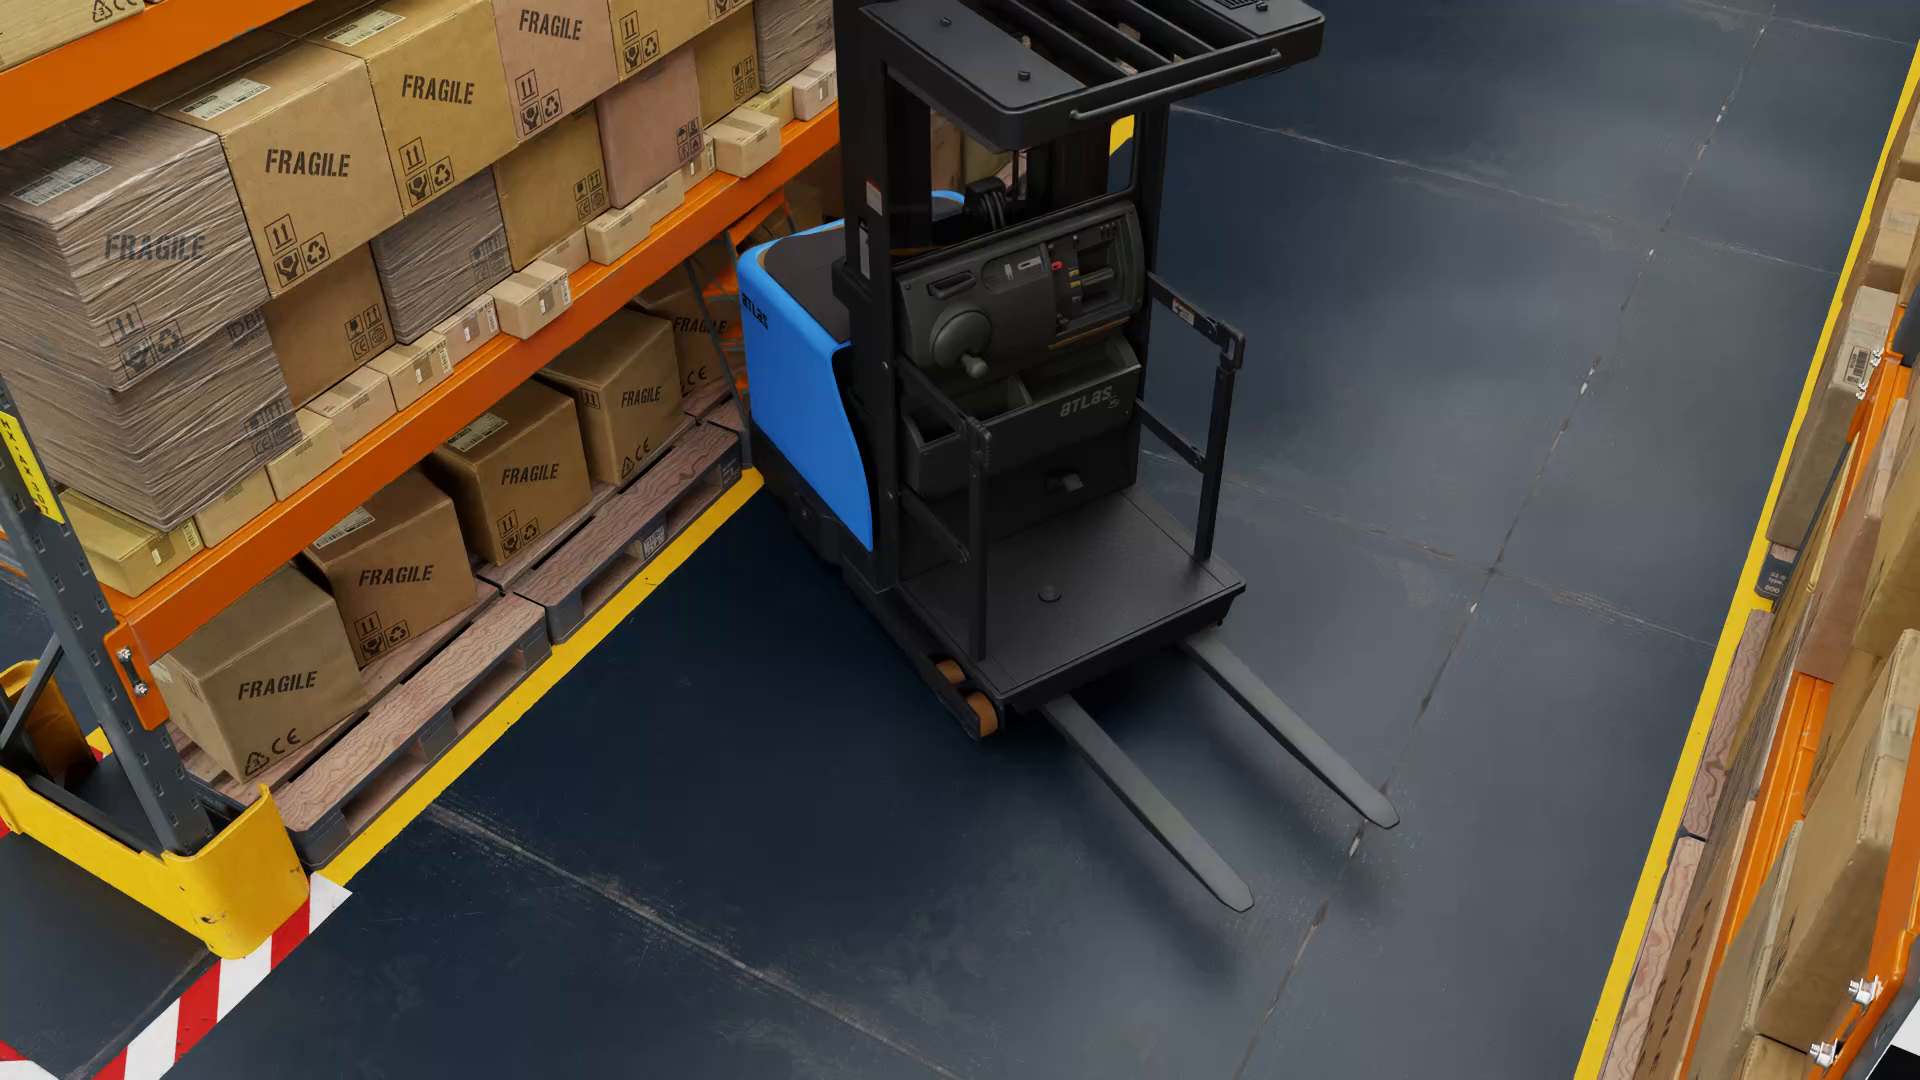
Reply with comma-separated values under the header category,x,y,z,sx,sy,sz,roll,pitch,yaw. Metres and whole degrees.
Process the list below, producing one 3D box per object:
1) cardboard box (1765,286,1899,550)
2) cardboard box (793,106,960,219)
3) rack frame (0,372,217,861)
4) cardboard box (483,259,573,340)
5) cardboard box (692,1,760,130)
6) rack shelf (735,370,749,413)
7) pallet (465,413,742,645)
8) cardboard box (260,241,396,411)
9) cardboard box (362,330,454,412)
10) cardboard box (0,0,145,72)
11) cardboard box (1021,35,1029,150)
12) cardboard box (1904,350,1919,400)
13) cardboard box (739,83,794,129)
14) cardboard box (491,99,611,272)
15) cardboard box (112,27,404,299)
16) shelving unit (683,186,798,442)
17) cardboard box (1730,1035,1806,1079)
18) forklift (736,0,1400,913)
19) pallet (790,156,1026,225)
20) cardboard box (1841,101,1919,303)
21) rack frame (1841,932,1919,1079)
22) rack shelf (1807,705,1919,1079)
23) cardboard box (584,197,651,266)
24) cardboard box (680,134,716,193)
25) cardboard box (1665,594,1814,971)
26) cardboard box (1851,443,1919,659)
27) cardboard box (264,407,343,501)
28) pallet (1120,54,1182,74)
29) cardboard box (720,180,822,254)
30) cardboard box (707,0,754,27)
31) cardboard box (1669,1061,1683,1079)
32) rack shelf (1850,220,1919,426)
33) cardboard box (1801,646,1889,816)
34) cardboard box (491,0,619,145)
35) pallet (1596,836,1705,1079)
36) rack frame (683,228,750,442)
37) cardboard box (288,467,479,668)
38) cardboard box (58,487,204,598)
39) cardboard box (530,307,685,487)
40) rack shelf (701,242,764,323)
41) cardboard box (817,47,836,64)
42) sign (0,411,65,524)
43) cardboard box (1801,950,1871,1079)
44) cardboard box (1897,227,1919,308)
category,x,y,z,sx,sy,sz,roll,pitch,yaw
cardboard box,3.748,-0.322,6.231,1.050,0.750,0.750,21,45,22
cardboard box,-0.403,-1.893,8.189,0.700,0.500,0.500,18,44,19
rack frame,-2.730,-0.033,4.518,1.000,3.000,0.127,21,45,22
cardboard box,-1.547,-0.850,5.635,0.380,0.149,0.250,21,45,22
cardboard box,-1.288,-1.960,6.405,0.875,0.500,0.500,21,45,22
rack shelf,-0.740,-0.717,7.035,0.258,0.148,0.480,-2,33,25
pallet,-1.644,-0.179,6.793,1.003,0.211,1.213,21,45,22
cardboard box,-2.285,-0.814,5.104,0.875,0.500,0.500,21,45,22
cardboard box,-1.863,-0.589,5.339,0.380,0.149,0.250,21,45,22
cardboard box,-2.265,-1.293,3.792,0.500,0.250,0.500,22,46,23
cardboard box,0.132,-2.480,8.855,0.700,0.500,0.500,17,44,19
cardboard box,3.341,-0.465,4.895,0.875,0.550,0.550,21,45,22
cardboard box,-0.892,-1.745,6.652,0.380,0.149,0.250,21,45,22
cardboard box,-1.737,-1.368,5.733,0.875,0.500,0.500,21,45,22
cardboard box,-1.963,-1.066,4.634,0.500,0.500,0.500,21,45,22
shelving unit,-0.808,-0.938,6.905,0.258,1.200,0.503,-2,33,25
cardboard box,1.660,1.381,2.798,0.875,0.550,0.550,21,45,22
forklift,0.335,-0.750,5.383,1.130,2.935,3.031,-23,46,-24
pallet,-0.340,-1.722,8.545,1.003,0.211,1.213,21,45,22
cardboard box,4.700,-1.406,7.462,1.050,0.750,0.750,22,46,23
rack frame,1.511,1.664,2.591,0.949,2.616,0.053,21,45,22
rack shelf,2.514,-0.335,3.136,1.077,0.370,4.000,21,45,22
cardboard box,-1.345,-1.154,5.981,0.380,0.149,0.250,21,45,22
cardboard box,-1.160,-1.465,6.334,0.380,0.149,0.250,21,45,22
cardboard box,2.692,0.870,4.783,0.875,0.875,0.875,21,46,22
cardboard box,2.478,0.037,3.508,0.875,0.550,0.500,21,45,22
cardboard box,-2.101,-0.298,5.009,0.380,0.149,0.250,21,45,22
pallet,0.881,-3.118,10.131,1.003,0.211,1.213,21,45,22
cardboard box,-0.963,-1.326,7.560,0.500,0.500,0.500,20,45,21
cardboard box,-0.965,-2.212,5.934,0.500,0.500,0.500,21,45,22
cardboard box,1.796,1.895,3.619,0.875,0.875,0.875,21,46,22
rack shelf,4.516,-1.498,6.726,1.077,0.370,4.000,21,45,22
cardboard box,2.535,0.463,3.841,0.875,0.550,0.500,21,45,22
cardboard box,-1.469,-1.641,5.286,0.500,0.500,0.500,21,45,22
pallet,2.457,1.533,4.850,1.003,0.211,1.213,21,45,22
rack frame,-0.892,-0.804,6.719,0.240,1.200,0.015,-2,33,25
cardboard box,-2.134,0.042,6.006,0.500,0.500,0.500,-33,51,-32
cardboard box,-2.381,-0.023,4.697,0.380,0.149,0.250,21,45,22
cardboard box,-1.486,-0.615,6.752,0.500,0.500,0.500,17,44,18
rack shelf,-0.848,-1.069,6.828,0.258,0.148,0.480,-2,33,25
cardboard box,-0.582,-2.008,6.950,0.380,0.149,0.250,21,45,22
sign,-2.260,-0.179,4.029,0.100,0.325,0.005,21,45,22
cardboard box,1.733,1.004,2.410,0.875,0.550,0.550,21,45,22
cardboard box,3.545,-1.049,5.595,0.500,0.500,0.500,21,45,22
